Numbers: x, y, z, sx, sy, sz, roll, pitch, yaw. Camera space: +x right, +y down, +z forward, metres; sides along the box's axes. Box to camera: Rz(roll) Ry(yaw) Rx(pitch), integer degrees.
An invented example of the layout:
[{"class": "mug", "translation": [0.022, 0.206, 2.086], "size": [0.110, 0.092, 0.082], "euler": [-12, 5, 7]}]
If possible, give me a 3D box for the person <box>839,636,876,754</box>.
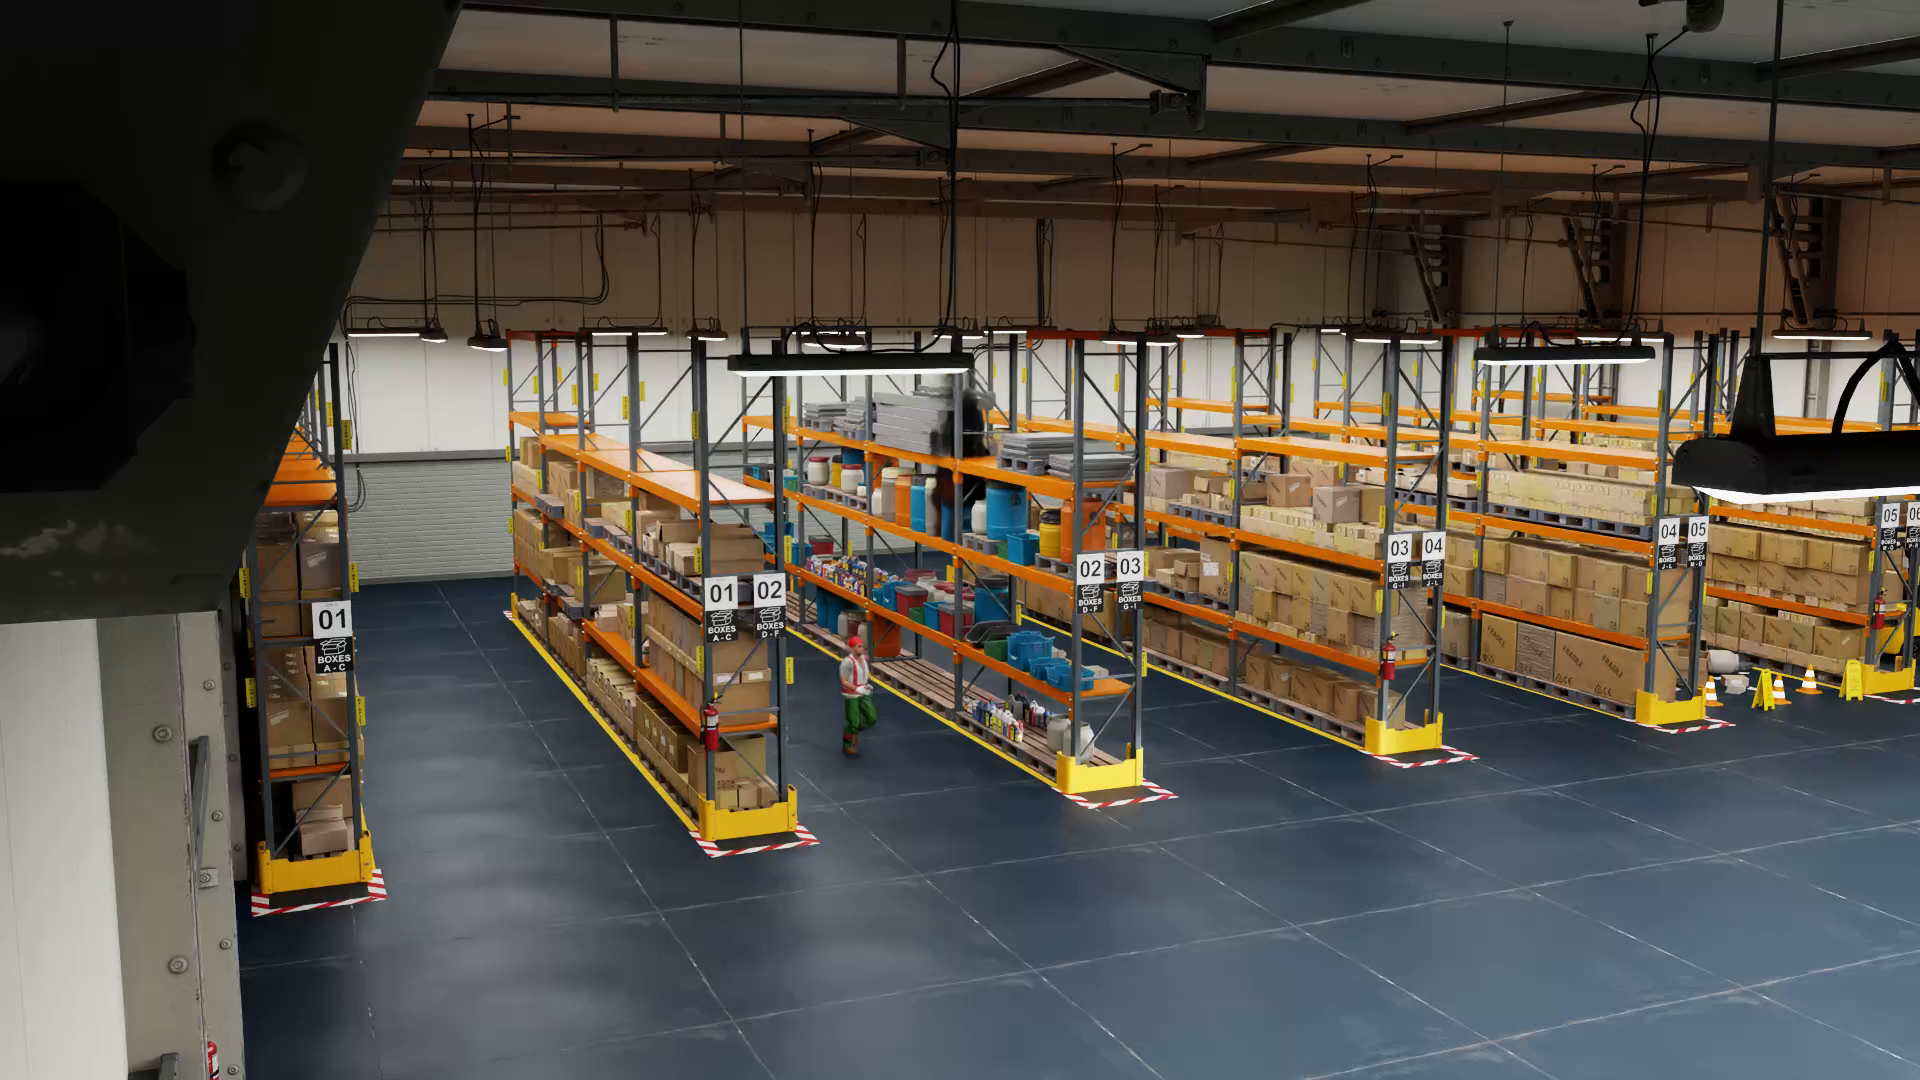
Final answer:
[{"class": "person", "translation": [-1.439, 2.230, 23.850], "size": [0.642, 1.735, 0.661], "euler": [6, 10, 39]}]
